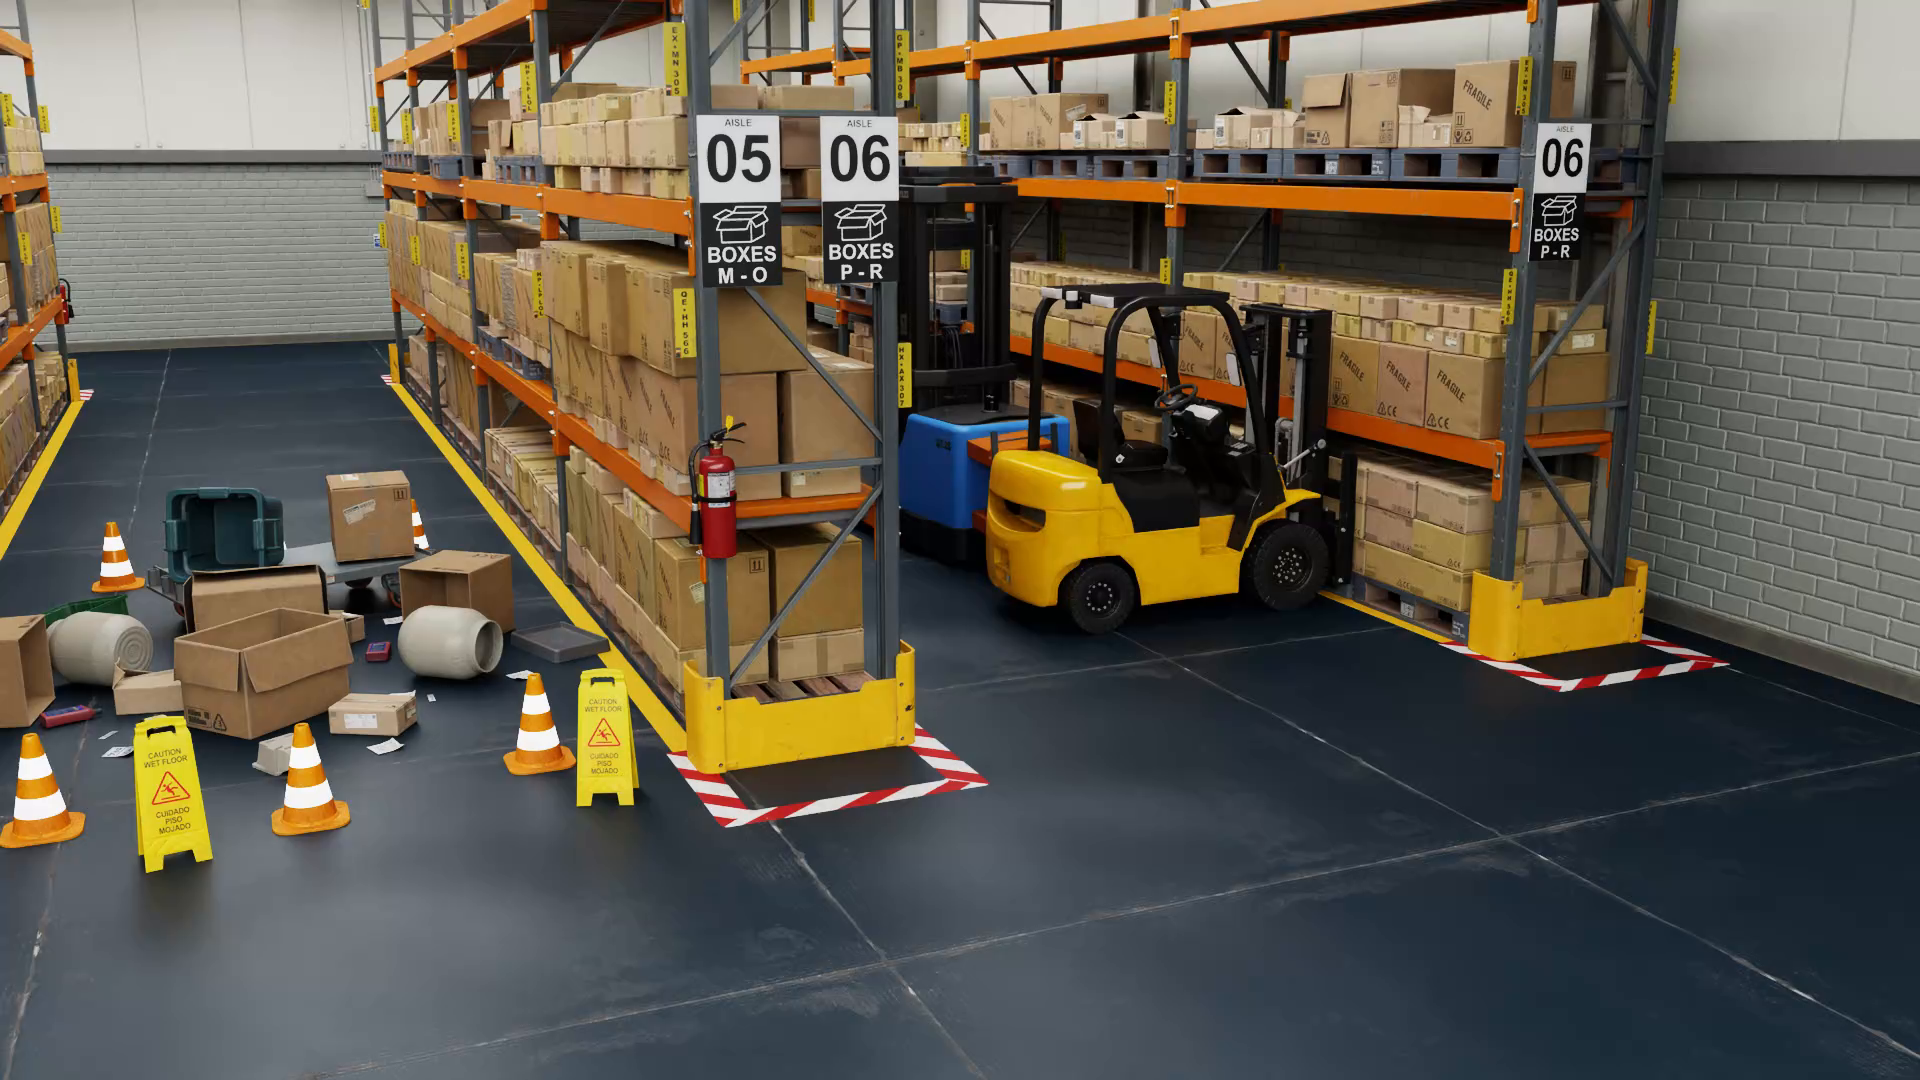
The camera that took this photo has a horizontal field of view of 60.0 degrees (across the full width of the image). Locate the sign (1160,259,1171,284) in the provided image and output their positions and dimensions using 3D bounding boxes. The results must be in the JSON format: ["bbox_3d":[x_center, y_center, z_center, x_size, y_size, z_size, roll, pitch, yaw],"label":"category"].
[{"bbox_3d":[1.661,-2.109,13.437,0.100,0.325,0.005,-6,14,-23],"label":"sign"}]

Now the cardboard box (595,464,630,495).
[{"bbox_3d":[-2.090,-0.393,10.479,0.380,0.149,0.250,-5,14,-20],"label":"cardboard box"}]

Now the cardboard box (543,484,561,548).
[{"bbox_3d":[-2.604,-0.218,12.554,0.950,0.372,0.625,-5,14,-22],"label":"cardboard box"}]

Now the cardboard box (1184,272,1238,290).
[{"bbox_3d":[2.010,-2.051,13.260,0.380,0.149,0.250,-5,14,-22],"label":"cardboard box"}]

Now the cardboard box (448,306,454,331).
[{"bbox_3d":[-4.841,-2.229,16.682,0.500,0.250,0.500,-6,14,-24],"label":"cardboard box"}]

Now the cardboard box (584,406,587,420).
[{"bbox_3d":[-2.277,-0.869,11.030,0.380,0.149,0.250,-6,14,-23],"label":"cardboard box"}]

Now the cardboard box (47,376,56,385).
[{"bbox_3d":[-10.706,-1.806,19.253,0.380,0.149,0.250,-5,14,-20],"label":"cardboard box"}]

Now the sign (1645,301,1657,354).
[{"bbox_3d":[4.268,-1.317,10.313,0.100,0.325,0.005,-6,14,-23],"label":"sign"}]

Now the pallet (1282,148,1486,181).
[{"bbox_3d":[3.005,-2.627,11.612,1.003,0.211,1.213,-6,14,-23],"label":"pallet"}]

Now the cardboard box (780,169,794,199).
[{"bbox_3d":[-0.812,-1.842,8.580,0.380,0.149,0.250,-6,14,-25],"label":"cardboard box"}]

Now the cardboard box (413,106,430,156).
[{"bbox_3d":[-5.509,-4.344,17.683,0.500,0.500,0.500,-6,14,-24],"label":"cardboard box"}]

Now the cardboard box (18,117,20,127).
[{"bbox_3d":[-10.586,-4.607,18.310,0.380,0.149,0.250,-6,14,-25],"label":"cardboard box"}]

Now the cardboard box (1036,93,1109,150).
[{"bbox_3d":[1.027,-3.842,15.291,0.500,0.500,0.500,-5,14,-22],"label":"cardboard box"}]

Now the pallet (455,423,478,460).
[{"bbox_3d":[-4.726,-1.074,17.544,1.003,0.211,1.213,-6,14,-23],"label":"pallet"}]

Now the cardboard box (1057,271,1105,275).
[{"bbox_3d":[1.129,-2.422,15.523,0.380,0.149,0.250,-6,14,-23],"label":"cardboard box"}]

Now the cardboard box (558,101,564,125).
[{"bbox_3d":[-2.337,-2.712,10.570,0.380,0.149,0.250,-6,14,-25],"label":"cardboard box"}]

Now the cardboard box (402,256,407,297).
[{"bbox_3d":[-6.638,-3.277,20.656,0.500,0.500,0.500,-5,14,-21],"label":"cardboard box"}]

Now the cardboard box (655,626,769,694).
[{"bbox_3d":[-1.370,0.629,9.168,0.500,0.250,0.500,-6,14,-23],"label":"cardboard box"}]

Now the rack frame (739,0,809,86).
[{"bbox_3d":[-2.652,-7.036,23.814,1.000,3.000,0.127,-6,14,-23],"label":"rack frame"}]

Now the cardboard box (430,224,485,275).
[{"bbox_3d":[-5.256,-3.050,17.459,0.500,0.500,0.500,-6,14,-24],"label":"cardboard box"}]

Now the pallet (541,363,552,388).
[{"bbox_3d":[-2.565,-1.263,12.599,1.003,0.211,1.213,-6,14,-23],"label":"pallet"}]

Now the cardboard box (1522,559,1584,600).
[{"bbox_3d":[3.739,0.208,10.985,0.500,0.250,0.500,-6,14,-23],"label":"cardboard box"}]

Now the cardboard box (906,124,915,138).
[{"bbox_3d":[-0.376,-4.500,18.299,0.380,0.149,0.250,-6,14,-23],"label":"cardboard box"}]

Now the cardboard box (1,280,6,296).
[{"bbox_3d":[-9.645,-2.478,16.392,0.380,0.149,0.250,-6,14,-23],"label":"cardboard box"}]

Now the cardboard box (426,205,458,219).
[{"bbox_3d":[-6.018,-3.789,19.211,0.380,0.149,0.250,-5,14,-22],"label":"cardboard box"}]

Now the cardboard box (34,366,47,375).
[{"bbox_3d":[-10.642,-1.891,18.958,0.380,0.149,0.250,-6,14,-23],"label":"cardboard box"}]

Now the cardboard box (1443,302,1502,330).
[{"bbox_3d":[3.293,-1.421,10.536,0.380,0.149,0.250,-6,14,-23],"label":"cardboard box"}]

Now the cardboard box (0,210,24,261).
[{"bbox_3d":[-10.049,-3.166,17.298,0.500,0.500,0.500,-5,14,-22],"label":"cardboard box"}]

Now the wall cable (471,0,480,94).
[{"bbox_3d":[-9.045,-7.804,27.133,2.355,3.000,0.029,-6,14,-23],"label":"wall cable"}]

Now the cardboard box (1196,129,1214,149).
[{"bbox_3d":[2.056,-3.106,12.891,0.380,0.149,0.250,-5,14,-22],"label":"cardboard box"}]

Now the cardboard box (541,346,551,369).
[{"bbox_3d":[-2.851,-1.349,12.171,0.380,0.149,0.250,-5,14,-22],"label":"cardboard box"}]

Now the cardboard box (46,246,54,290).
[{"bbox_3d":[-11.077,-3.214,19.721,0.500,0.500,0.500,-6,14,-24],"label":"cardboard box"}]

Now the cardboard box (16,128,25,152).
[{"bbox_3d":[-10.449,-4.332,18.004,0.500,0.250,0.500,-5,14,-22],"label":"cardboard box"}]

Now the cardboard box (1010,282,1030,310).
[{"bbox_3d":[0.706,-2.414,16.371,0.500,0.250,0.500,-5,14,-21],"label":"cardboard box"}]

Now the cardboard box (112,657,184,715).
[{"bbox_3d":[-4.511,0.804,9.309,0.396,0.266,0.258,-3,13,-13],"label":"cardboard box"}]

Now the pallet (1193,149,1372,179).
[{"bbox_3d":[2.520,-2.879,12.699,1.003,0.211,1.213,-6,14,-23],"label":"pallet"}]

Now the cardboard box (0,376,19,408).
[{"bbox_3d":[-9.143,-1.376,15.611,0.500,0.250,0.500,-6,14,-25],"label":"cardboard box"}]

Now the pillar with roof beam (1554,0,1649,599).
[{"bbox_3d":[0.359,-3.567,8.825,9.100,9.000,0.400,-6,14,-23],"label":"pillar with roof beam"}]

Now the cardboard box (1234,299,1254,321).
[{"bbox_3d":[2.307,-1.747,12.606,0.380,0.149,0.250,-5,14,-22],"label":"cardboard box"}]

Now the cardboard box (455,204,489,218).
[{"bbox_3d":[-5.744,-3.879,19.600,0.380,0.149,0.250,-6,14,-24],"label":"cardboard box"}]

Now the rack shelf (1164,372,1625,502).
[{"bbox_3d":[2.956,-0.871,12.074,1.077,0.370,4.000,-6,14,-23],"label":"rack shelf"}]

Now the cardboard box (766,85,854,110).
[{"bbox_3d":[-0.745,-2.178,8.265,0.380,0.149,0.250,-6,14,-23],"label":"cardboard box"}]

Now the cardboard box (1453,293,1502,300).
[{"bbox_3d":[3.540,-1.569,11.177,0.380,0.149,0.250,-6,14,-23],"label":"cardboard box"}]

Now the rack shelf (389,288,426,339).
[{"bbox_3d":[-6.398,-2.901,20.846,1.077,0.370,4.000,-6,14,-23],"label":"rack shelf"}]

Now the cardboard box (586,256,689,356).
[{"bbox_3d":[-1.689,-1.327,9.351,0.700,0.500,0.500,-6,14,-24],"label":"cardboard box"}]

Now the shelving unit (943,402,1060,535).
[{"bbox_3d":[0.320,-0.366,12.364,0.538,1.125,1.048,-9,16,-18],"label":"shelving unit"}]

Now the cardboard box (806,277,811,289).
[{"bbox_3d":[-1.868,-3.418,22.043,0.380,0.149,0.250,-6,14,-24],"label":"cardboard box"}]

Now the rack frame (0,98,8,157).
[{"bbox_3d":[-10.092,-5.293,16.281,1.000,3.000,0.127,-6,14,-23],"label":"rack frame"}]

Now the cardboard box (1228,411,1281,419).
[{"bbox_3d":[2.529,-0.902,13.565,0.500,0.250,0.500,-5,14,-22],"label":"cardboard box"}]

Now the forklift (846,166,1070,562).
[{"bbox_3d":[-0.309,-1.551,13.572,1.130,2.935,3.031,-7,15,-29],"label":"forklift"}]

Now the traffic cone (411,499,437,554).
[{"bbox_3d":[-4.172,-0.079,12.685,0.336,0.463,0.334,-6,14,-23],"label":"traffic cone"}]

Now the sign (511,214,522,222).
[{"bbox_3d":[-7.630,-5.427,28.334,0.339,0.242,0.001,-6,14,-23],"label":"sign"}]

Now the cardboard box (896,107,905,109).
[{"bbox_3d":[-0.865,-5.169,20.225,0.396,0.266,0.258,-6,14,-24],"label":"cardboard box"}]

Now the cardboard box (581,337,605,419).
[{"bbox_3d":[-2.060,-1.056,10.400,0.500,0.500,0.500,-6,14,-23],"label":"cardboard box"}]

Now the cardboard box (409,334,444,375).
[{"bbox_3d":[-6.843,-2.493,22.242,0.875,0.438,0.875,-6,14,-25],"label":"cardboard box"}]

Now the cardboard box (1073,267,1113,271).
[{"bbox_3d":[1.319,-2.568,16.153,0.380,0.149,0.250,-6,14,-23],"label":"cardboard box"}]
